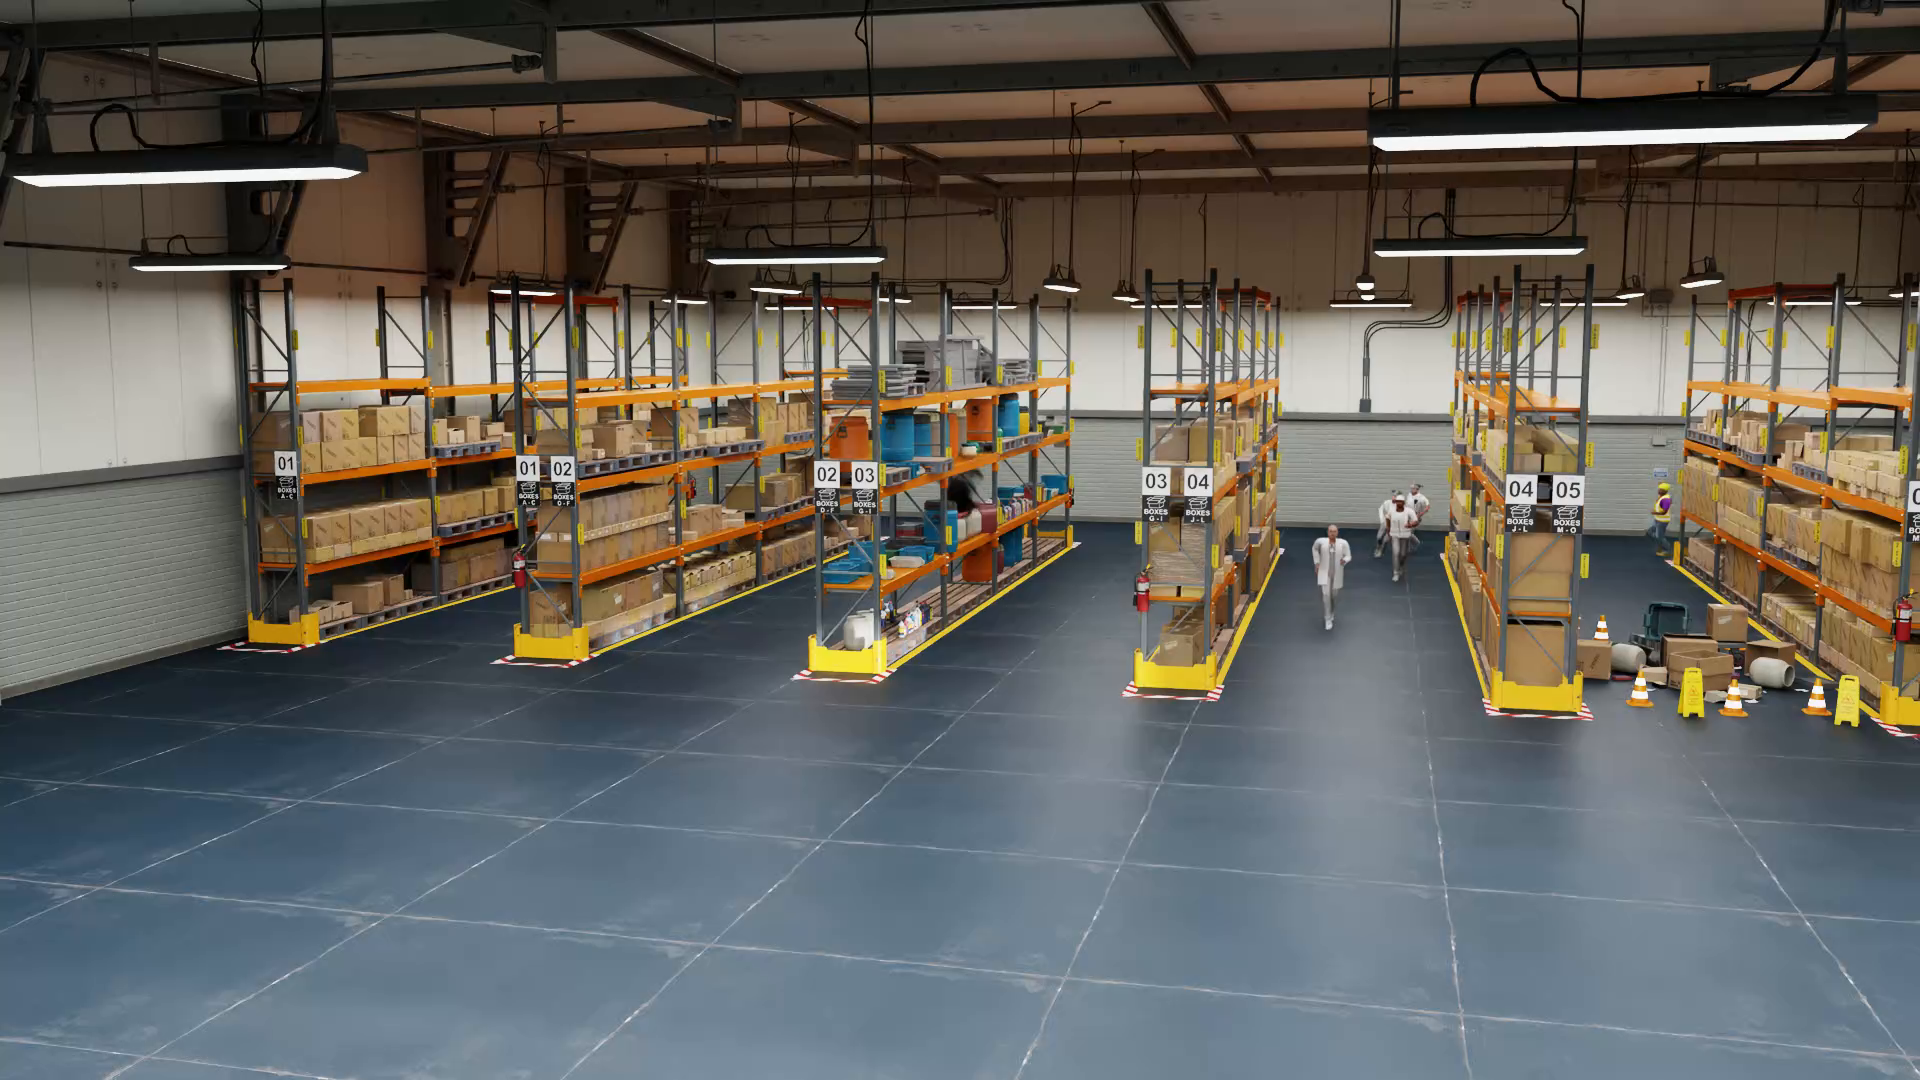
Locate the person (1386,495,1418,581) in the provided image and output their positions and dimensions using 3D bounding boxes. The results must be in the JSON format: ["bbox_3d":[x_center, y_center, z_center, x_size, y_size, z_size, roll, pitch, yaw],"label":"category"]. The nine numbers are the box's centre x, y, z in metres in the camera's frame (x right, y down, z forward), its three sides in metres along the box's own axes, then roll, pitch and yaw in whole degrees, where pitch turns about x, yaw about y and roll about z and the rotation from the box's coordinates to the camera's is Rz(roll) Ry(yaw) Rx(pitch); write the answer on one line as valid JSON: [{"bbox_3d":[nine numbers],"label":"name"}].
[{"bbox_3d":[9.275,-0.063,34.949,0.682,1.781,0.915,2,7,19],"label":"person"}]

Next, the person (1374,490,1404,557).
[{"bbox_3d":[9.857,-0.375,38.217,0.703,1.592,0.507,3,8,25],"label":"person"}]

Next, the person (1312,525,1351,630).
[{"bbox_3d":[6.530,0.620,29.261,0.650,1.807,1.024,1,7,5],"label":"person"}]

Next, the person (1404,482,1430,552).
[{"bbox_3d":[10.638,-0.531,39.168,0.579,1.688,0.679,-2,7,-19],"label":"person"}]

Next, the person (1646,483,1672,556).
[{"bbox_3d":[16.227,-0.465,38.472,0.572,1.719,0.718,1,7,9],"label":"person"}]
